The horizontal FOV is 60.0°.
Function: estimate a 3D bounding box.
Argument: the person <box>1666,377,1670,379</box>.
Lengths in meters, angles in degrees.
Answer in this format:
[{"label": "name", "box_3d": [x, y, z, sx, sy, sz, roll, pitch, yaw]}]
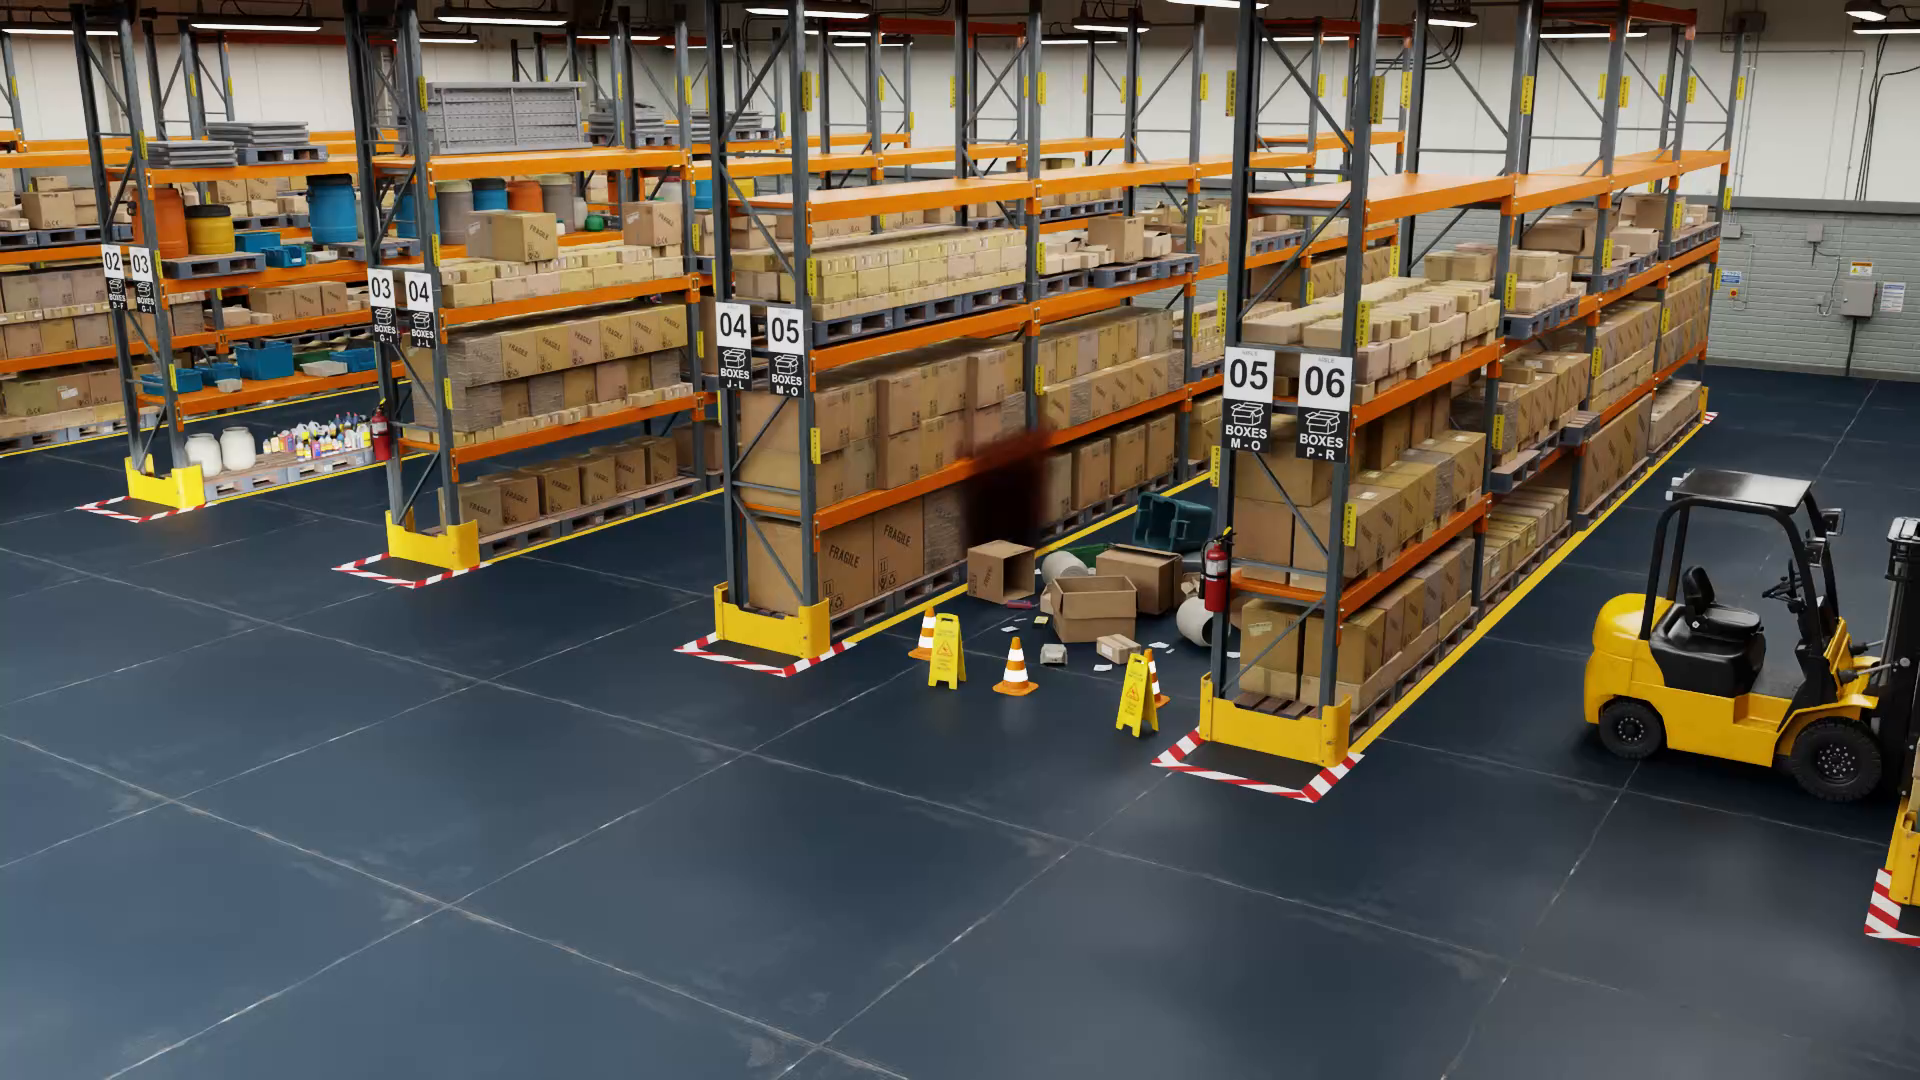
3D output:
[{"label": "person", "box_3d": [11.455, -3.074, 27.084, 0.561, 1.665, 0.477, 9, 18, 28]}]

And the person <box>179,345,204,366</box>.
[{"label": "person", "box_3d": [-13.334, -3.503, 28.566, 0.580, 1.696, 0.492, 13, 20, 39]}]
